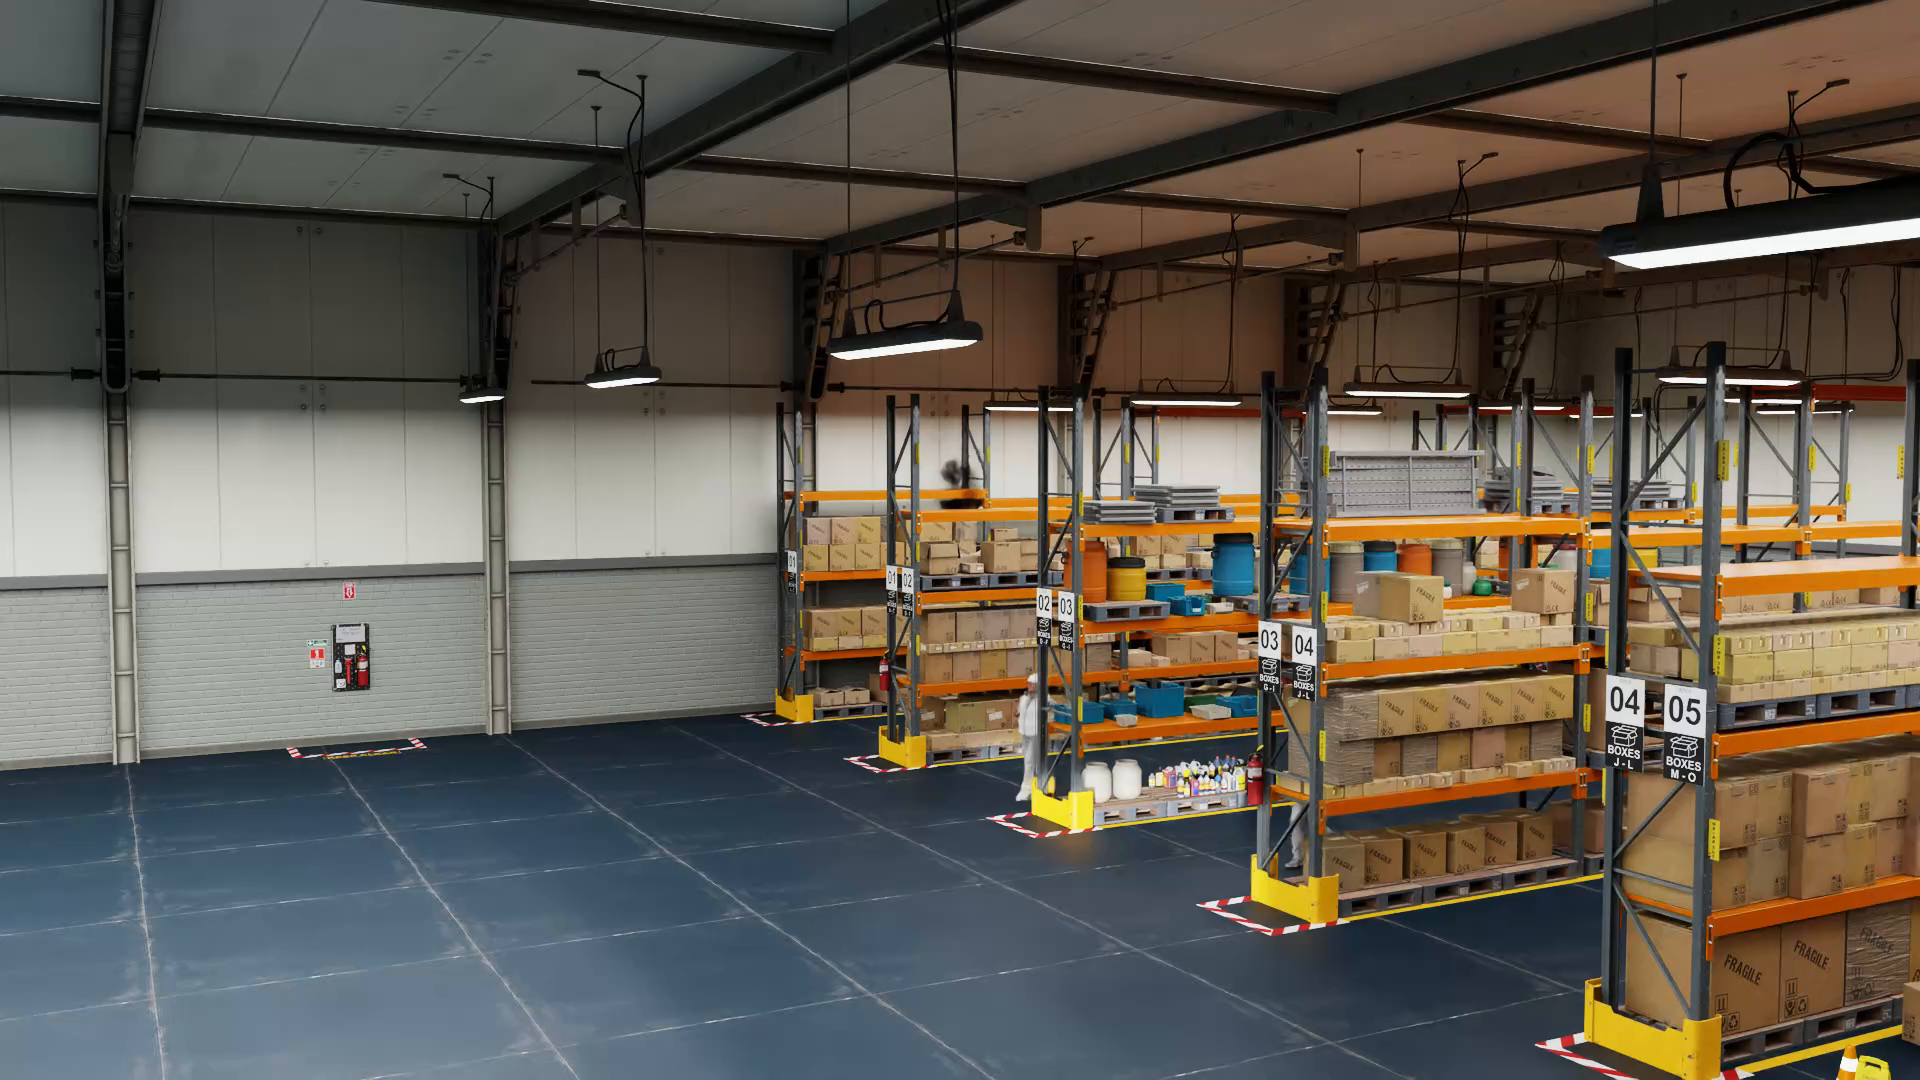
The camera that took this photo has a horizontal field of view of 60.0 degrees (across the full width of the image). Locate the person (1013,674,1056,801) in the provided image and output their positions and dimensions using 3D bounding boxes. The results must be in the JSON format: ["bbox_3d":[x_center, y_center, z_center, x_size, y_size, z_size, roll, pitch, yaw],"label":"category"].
[{"bbox_3d":[1.075,2.874,24.496,0.826,1.805,0.650,-3,4,-43],"label":"person"}]

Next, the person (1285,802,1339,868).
[{"bbox_3d":[4.342,3.188,20.443,0.823,1.634,0.620,-2,4,-31],"label":"person"}]
